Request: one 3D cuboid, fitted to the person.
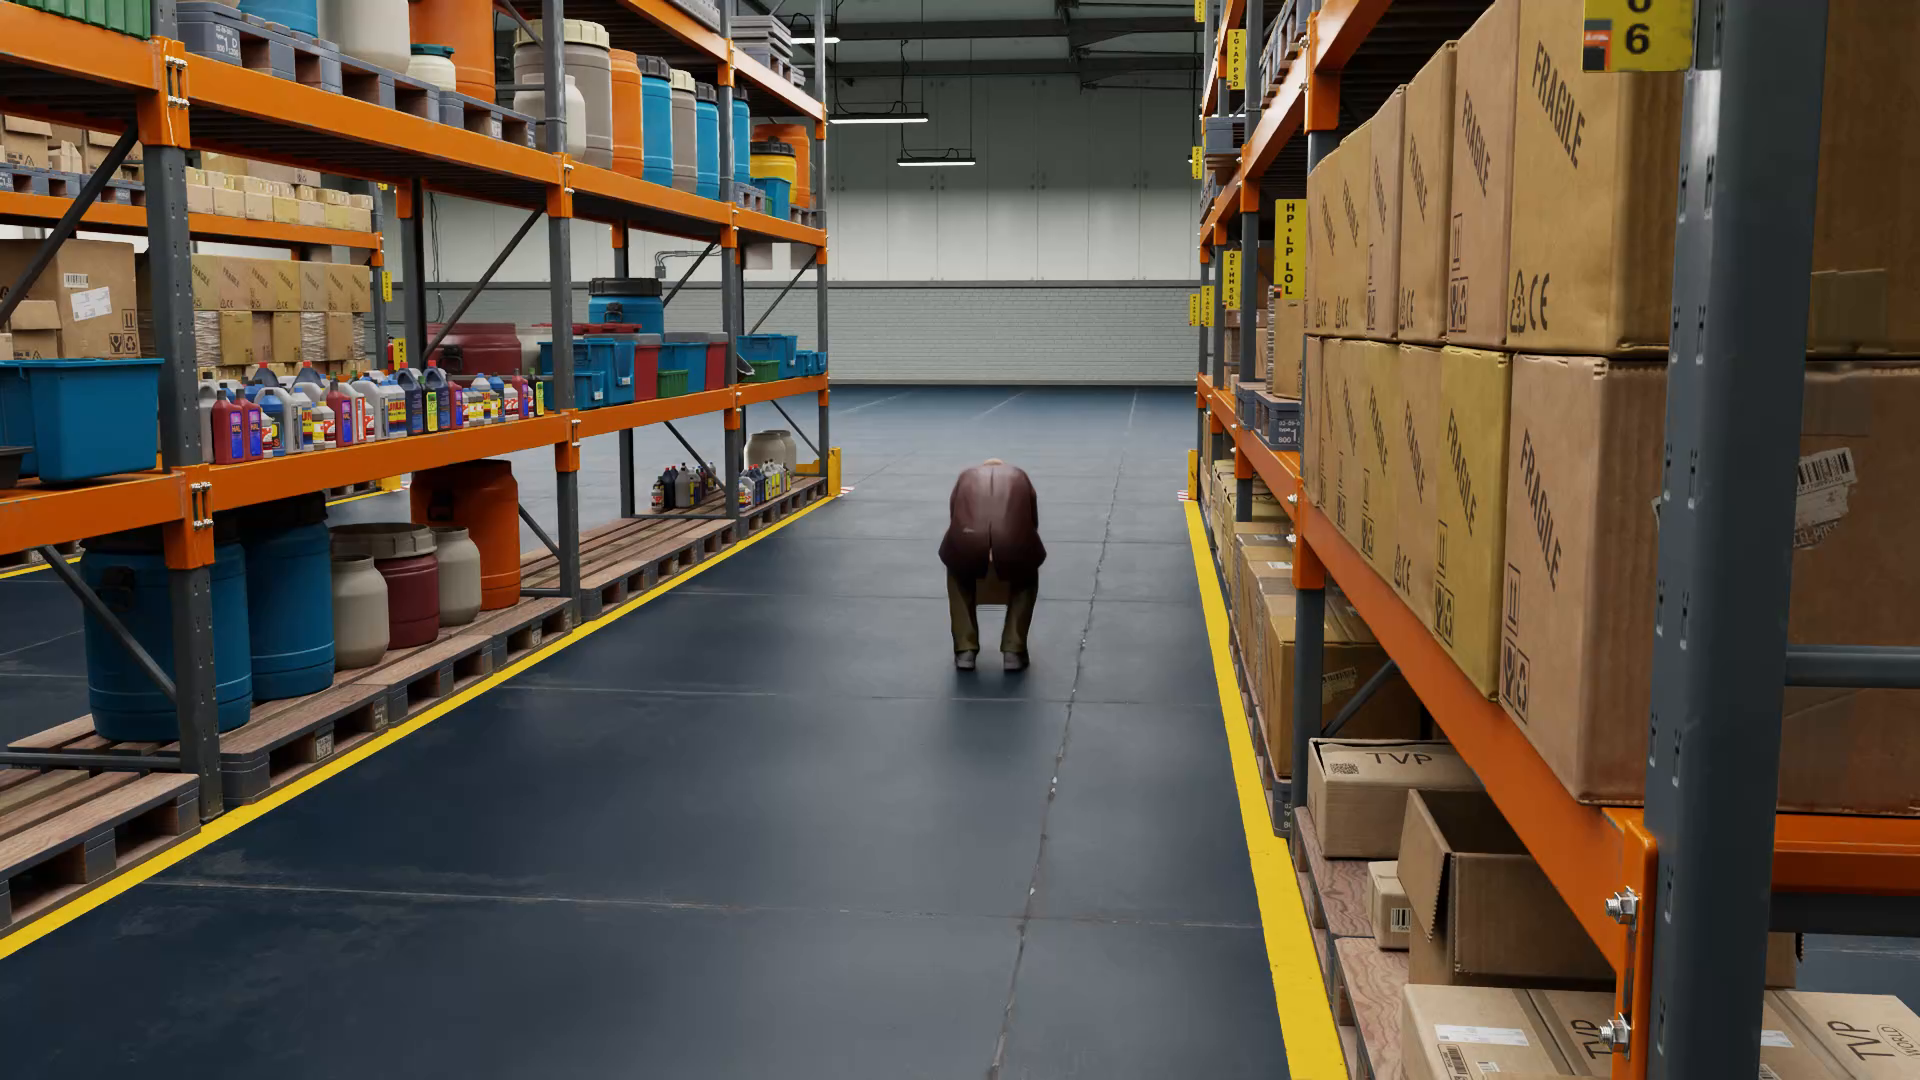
[{"bbox_3d":[0.183,0.125,9.116,0.590,1.069,0.942,0,7,3],"label":"person"}]
